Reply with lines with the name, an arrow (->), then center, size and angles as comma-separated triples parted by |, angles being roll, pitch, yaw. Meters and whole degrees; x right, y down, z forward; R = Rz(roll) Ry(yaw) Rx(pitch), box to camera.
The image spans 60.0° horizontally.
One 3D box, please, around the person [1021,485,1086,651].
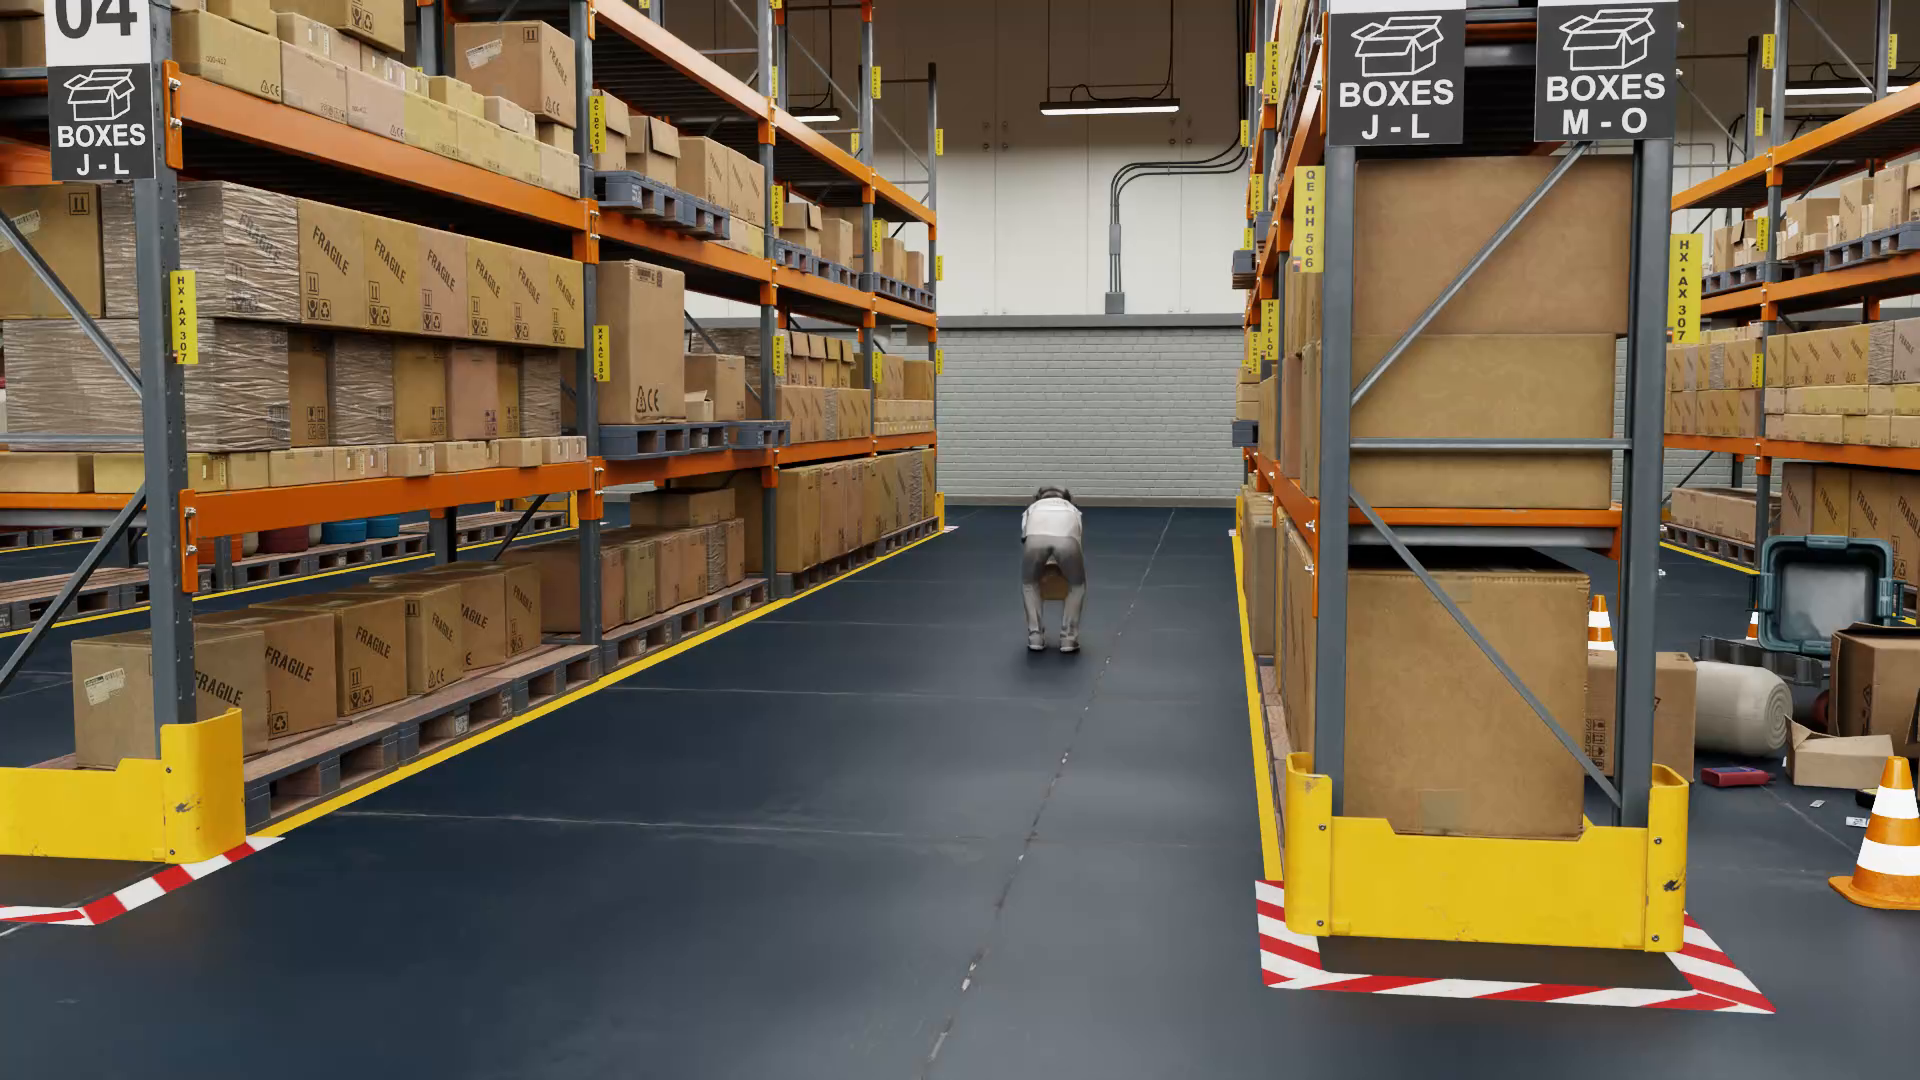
person -> 0.631, 0.184, 11.240 | 0.445, 1.086, 0.919 | 0, 5, 6
